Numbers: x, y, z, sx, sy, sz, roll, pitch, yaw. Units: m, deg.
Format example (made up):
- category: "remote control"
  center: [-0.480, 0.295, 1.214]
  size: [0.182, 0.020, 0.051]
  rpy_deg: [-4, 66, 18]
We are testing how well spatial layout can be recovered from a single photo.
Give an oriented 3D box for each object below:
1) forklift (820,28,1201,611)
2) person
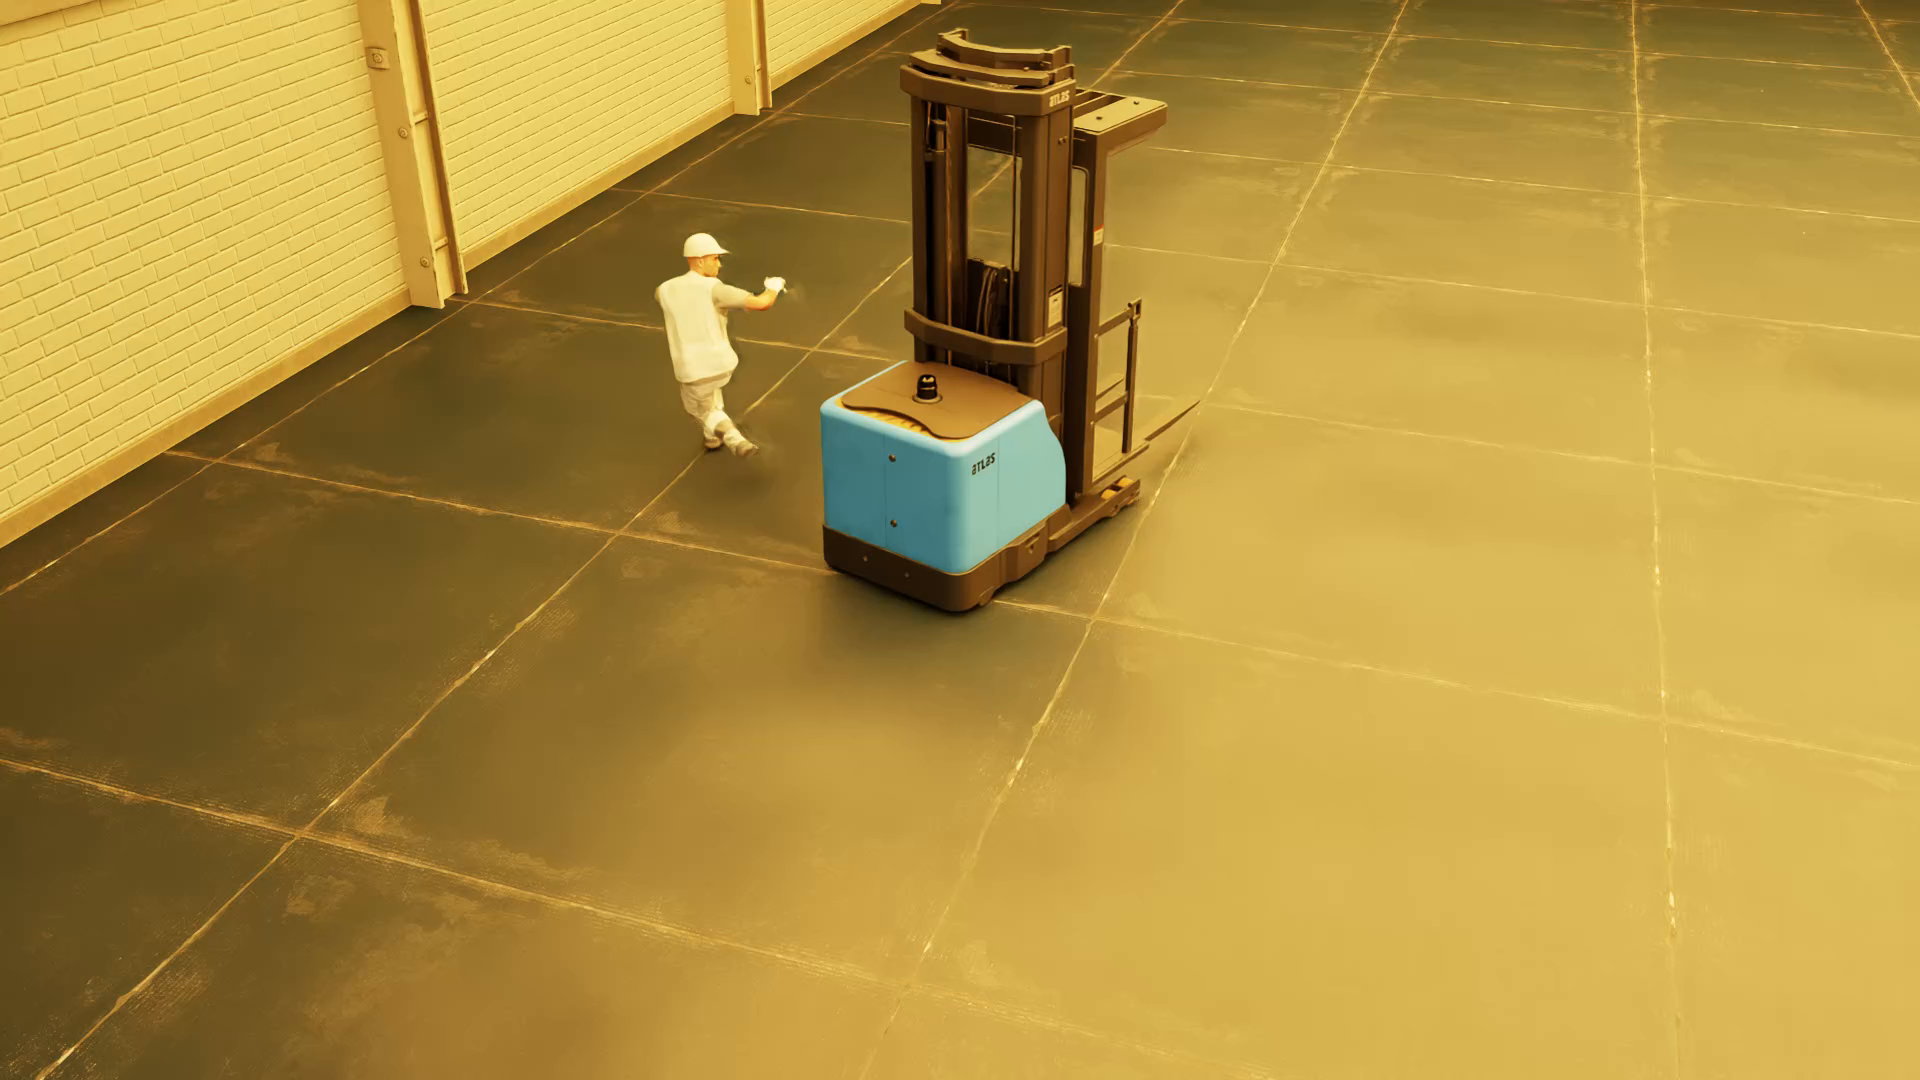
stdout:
- category: "forklift"
  center: [0.480, -1.548, 9.853]
  size: [1.130, 2.935, 3.031]
  rpy_deg: [20, 35, 31]
- category: "person"
  center: [-1.539, -1.288, 10.861]
  size: [0.845, 1.507, 1.130]
  rpy_deg: [-5, 30, -9]
